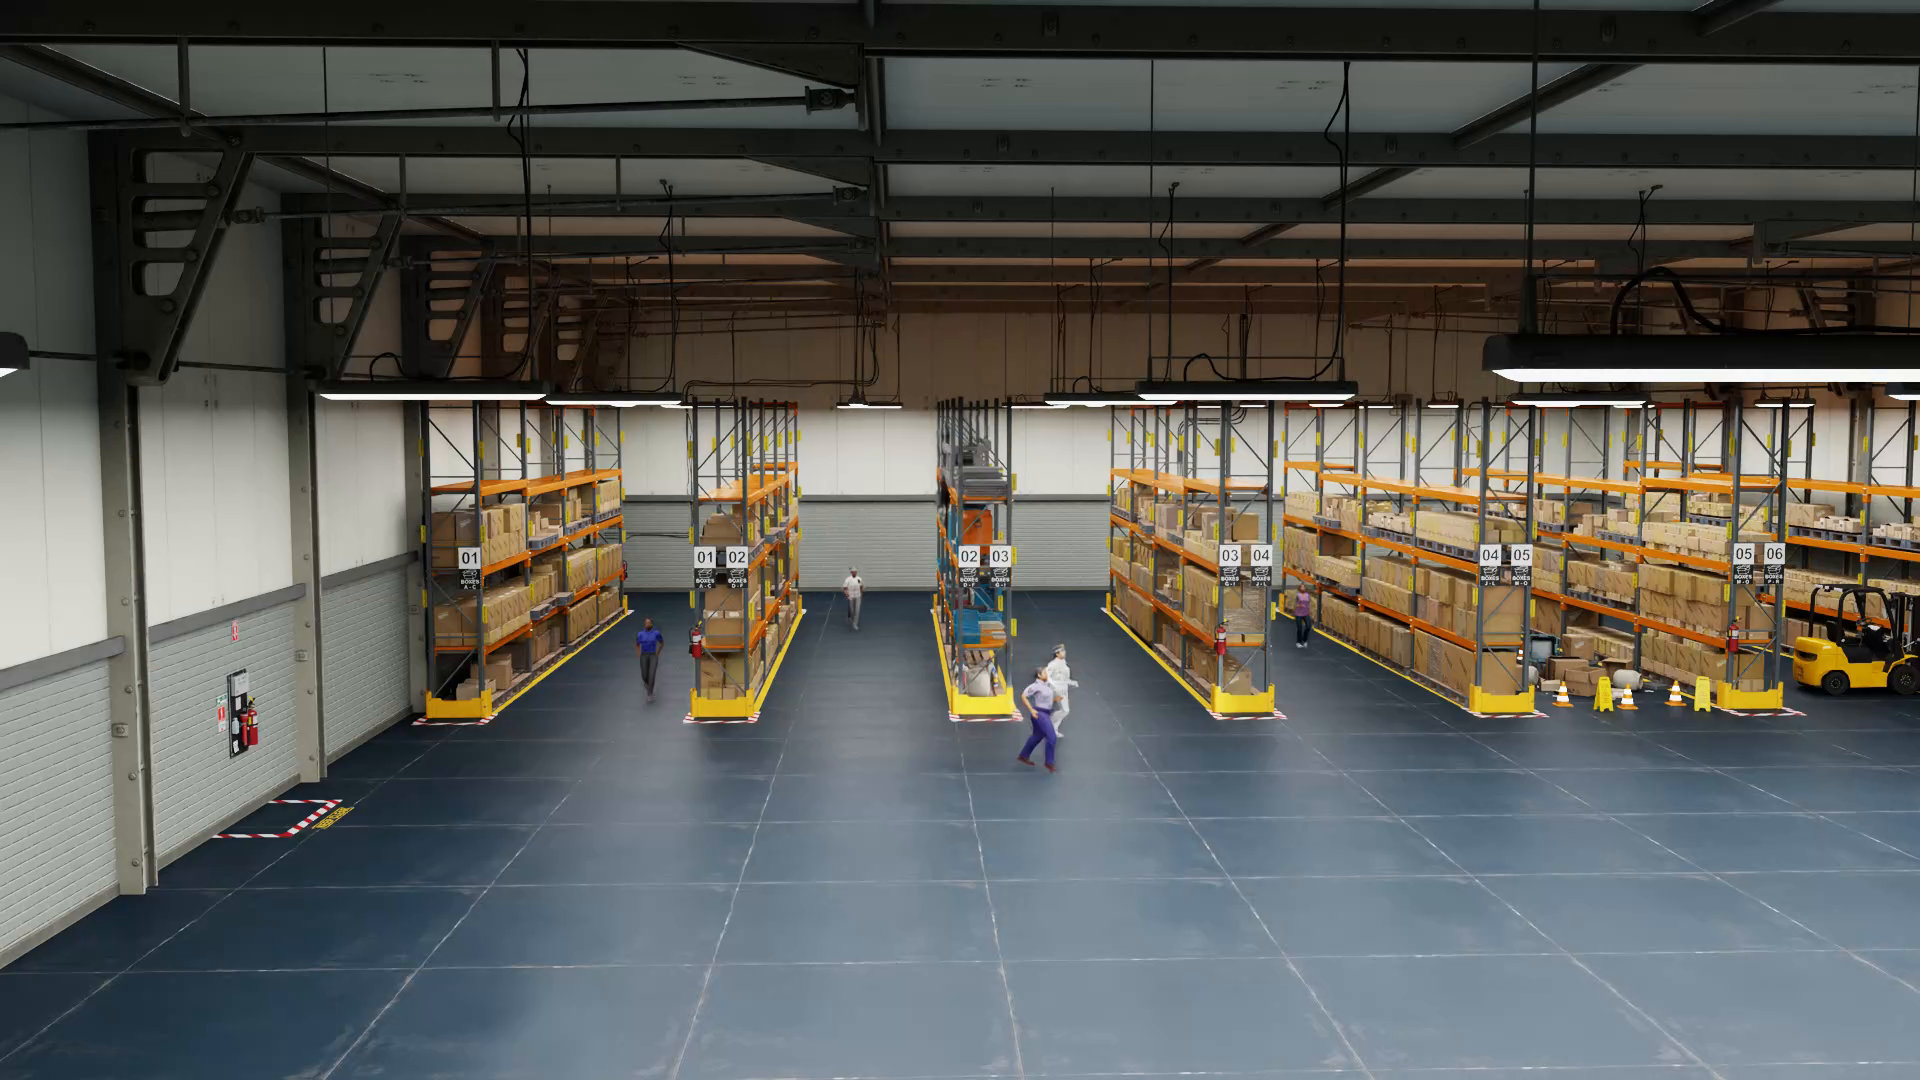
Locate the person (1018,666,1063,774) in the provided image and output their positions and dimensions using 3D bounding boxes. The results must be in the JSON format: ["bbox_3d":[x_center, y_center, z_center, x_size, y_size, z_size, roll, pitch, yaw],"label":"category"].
[{"bbox_3d":[1.272,2.859,26.492,0.764,1.711,0.579,1,5,15],"label":"person"}]

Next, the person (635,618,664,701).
[{"bbox_3d":[-6.197,2.361,33.210,0.578,1.625,0.669,-1,4,-8],"label":"person"}]

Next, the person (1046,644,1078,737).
[{"bbox_3d":[1.777,2.639,29.158,0.529,1.651,0.592,3,5,32],"label":"person"}]

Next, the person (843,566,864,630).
[{"bbox_3d":[-2.799,1.517,43.861,0.582,1.671,0.672,-1,5,-15],"label":"person"}]

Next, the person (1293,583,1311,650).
[{"bbox_3d":[8.263,1.837,40.048,0.515,1.604,0.625,0,4,-5],"label":"person"}]
